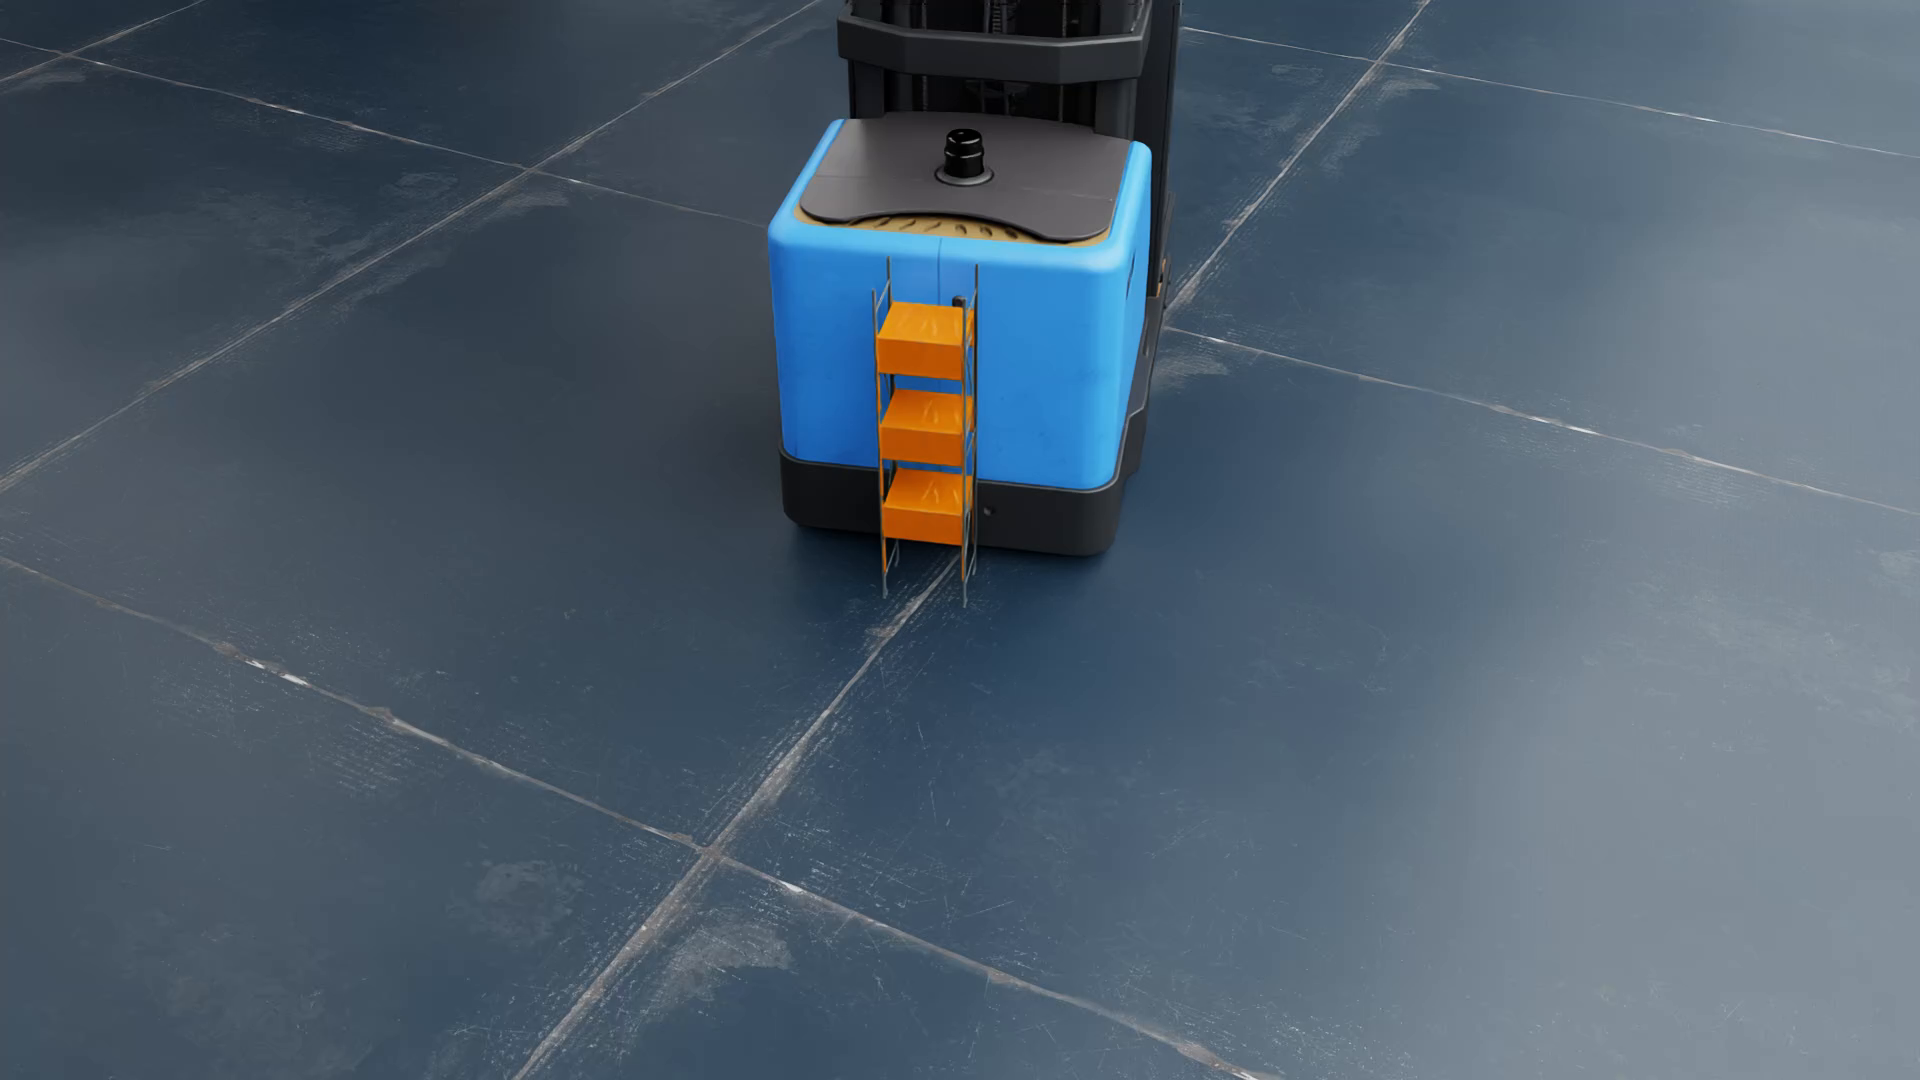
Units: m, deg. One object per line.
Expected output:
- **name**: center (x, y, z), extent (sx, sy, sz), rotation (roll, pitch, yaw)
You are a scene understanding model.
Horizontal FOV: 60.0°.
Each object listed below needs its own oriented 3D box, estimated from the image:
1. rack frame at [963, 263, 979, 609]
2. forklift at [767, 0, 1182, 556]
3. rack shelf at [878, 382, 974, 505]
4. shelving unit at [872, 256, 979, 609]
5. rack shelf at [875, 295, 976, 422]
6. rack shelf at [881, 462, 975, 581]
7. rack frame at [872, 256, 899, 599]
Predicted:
- **rack frame**: center (0.029, -0.271, 4.739), extent (0.008, 1.050, 0.200), rotation (6, 38, 8)
- **forklift**: center (0.214, -2.008, 5.471), extent (1.130, 2.935, 3.031), rotation (6, 38, 8)
- **rack shelf**: center (-0.091, -0.276, 4.763), extent (0.240, 0.259, 0.215), rotation (6, 38, 8)
- **shelving unit**: center (-0.091, -0.285, 4.756), extent (0.252, 1.050, 0.215), rotation (6, 38, 8)
- **rack shelf**: center (-0.091, -0.502, 4.591), extent (0.240, 0.259, 0.215), rotation (6, 38, 8)
- **rack shelf**: center (-0.090, -0.055, 4.931), extent (0.240, 0.259, 0.215), rotation (6, 38, 8)
- **rack frame**: center (-0.211, -0.298, 4.774), extent (0.008, 1.050, 0.200), rotation (6, 38, 8)
